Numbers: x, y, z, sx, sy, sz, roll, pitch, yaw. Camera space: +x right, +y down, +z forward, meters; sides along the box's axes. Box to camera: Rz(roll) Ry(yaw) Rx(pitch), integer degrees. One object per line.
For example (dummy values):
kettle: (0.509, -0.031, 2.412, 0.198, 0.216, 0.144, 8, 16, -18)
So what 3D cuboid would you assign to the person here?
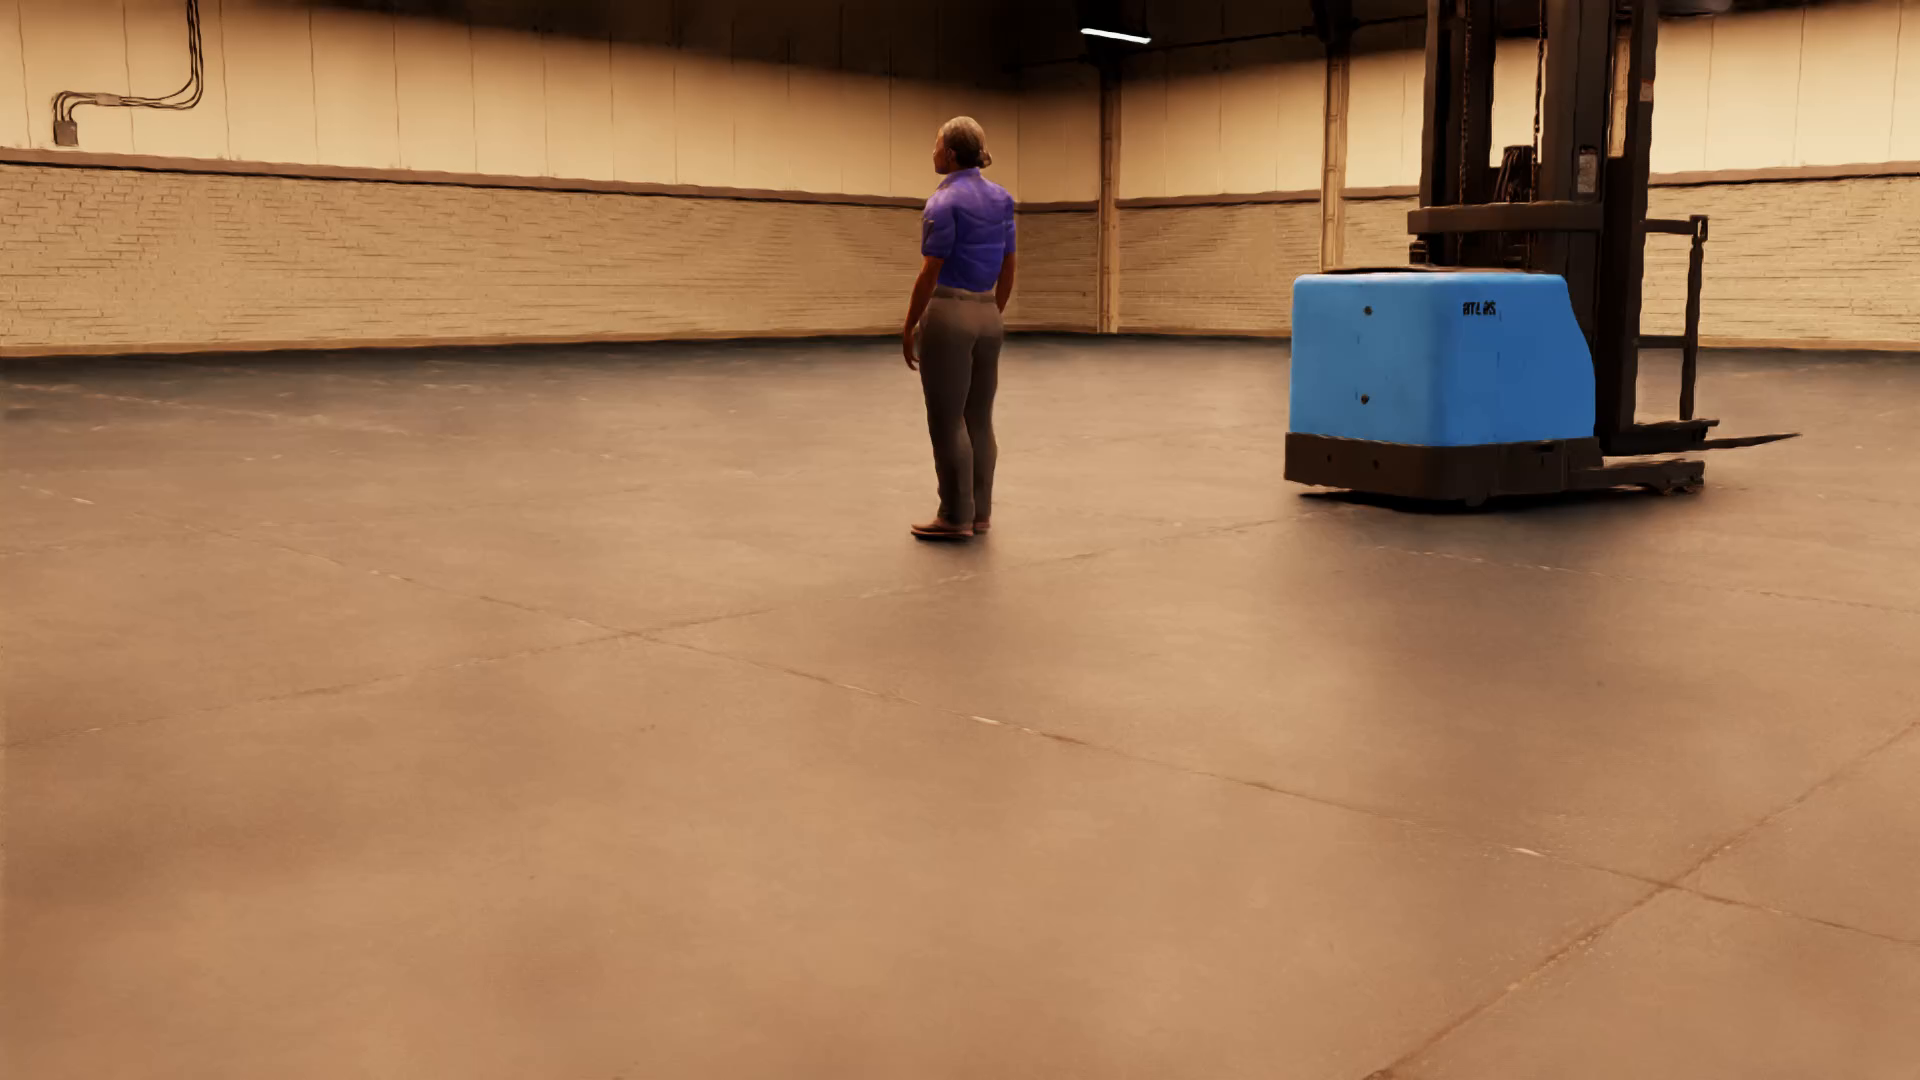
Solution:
person: (-0.049, -0.836, 6.667, 0.503, 1.654, 0.570, 8, 12, 43)

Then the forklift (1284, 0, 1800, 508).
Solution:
forklift: (3.127, -1.734, 8.388, 3.031, 2.935, 1.130, -5, 10, -31)
